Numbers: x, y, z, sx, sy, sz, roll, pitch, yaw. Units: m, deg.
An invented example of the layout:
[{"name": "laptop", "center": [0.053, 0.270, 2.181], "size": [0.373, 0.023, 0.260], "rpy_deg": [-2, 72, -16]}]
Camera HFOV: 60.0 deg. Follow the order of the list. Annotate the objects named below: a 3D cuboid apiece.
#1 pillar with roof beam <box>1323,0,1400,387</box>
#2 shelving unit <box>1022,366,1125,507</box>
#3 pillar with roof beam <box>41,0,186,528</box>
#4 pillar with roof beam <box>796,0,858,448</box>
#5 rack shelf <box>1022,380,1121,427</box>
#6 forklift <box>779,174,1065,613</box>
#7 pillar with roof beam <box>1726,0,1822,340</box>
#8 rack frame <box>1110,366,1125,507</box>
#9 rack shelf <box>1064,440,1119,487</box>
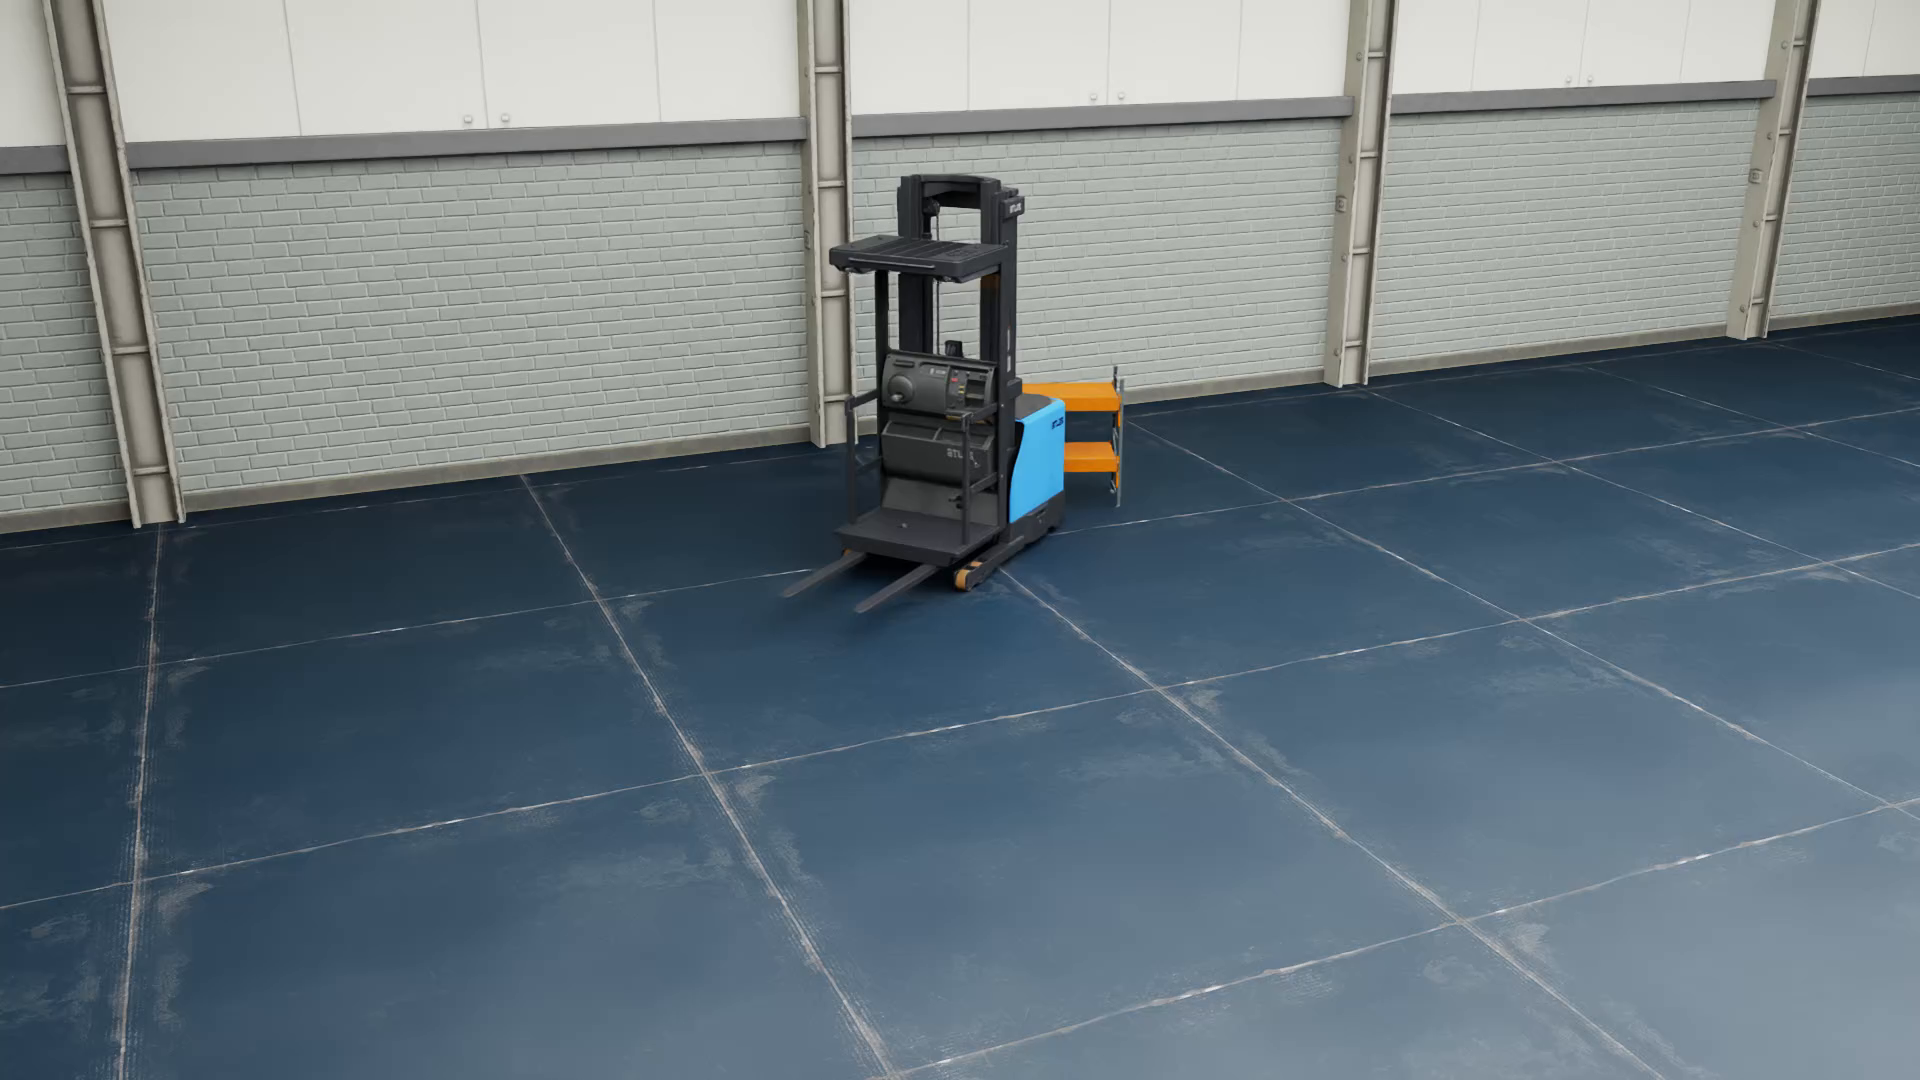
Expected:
[{"name": "pillar with roof beam", "center": [5.985, -4.681, 13.267], "size": [0.400, 9.000, 9.100], "rpy_deg": [-8, 21, -22]}, {"name": "shelving unit", "center": [0.849, -0.894, 14.368], "size": [1.048, 1.125, 0.538], "rpy_deg": [-1, 19, -2]}, {"name": "pillar with roof beam", "center": [-5.034, -3.102, 8.783], "size": [0.400, 9.000, 9.100], "rpy_deg": [-8, 21, -22]}, {"name": "pillar with roof beam", "center": [0.475, -3.892, 11.025], "size": [0.400, 9.000, 9.100], "rpy_deg": [-8, 21, -22]}, {"name": "rack shelf", "center": [0.849, -1.170, 14.271], "size": [1.000, 0.278, 0.538], "rpy_deg": [-1, 19, -2]}, {"name": "forklift", "center": [-0.267, -1.168, 12.427], "size": [1.130, 2.935, 3.031], "rpy_deg": [10, 22, 26]}, {"name": "pillar with roof beam", "center": [11.494, -5.470, 15.508], "size": [0.400, 9.000, 9.100], "rpy_deg": [-8, 21, -22]}, {"name": "rack frame", "center": [1.358, -0.900, 14.386], "size": [0.032, 1.125, 0.500], "rpy_deg": [-1, 19, -2]}, {"name": "rack shelf", "center": [0.849, -0.664, 14.449], "size": [1.000, 0.278, 0.538], "rpy_deg": [-1, 19, -2]}]
